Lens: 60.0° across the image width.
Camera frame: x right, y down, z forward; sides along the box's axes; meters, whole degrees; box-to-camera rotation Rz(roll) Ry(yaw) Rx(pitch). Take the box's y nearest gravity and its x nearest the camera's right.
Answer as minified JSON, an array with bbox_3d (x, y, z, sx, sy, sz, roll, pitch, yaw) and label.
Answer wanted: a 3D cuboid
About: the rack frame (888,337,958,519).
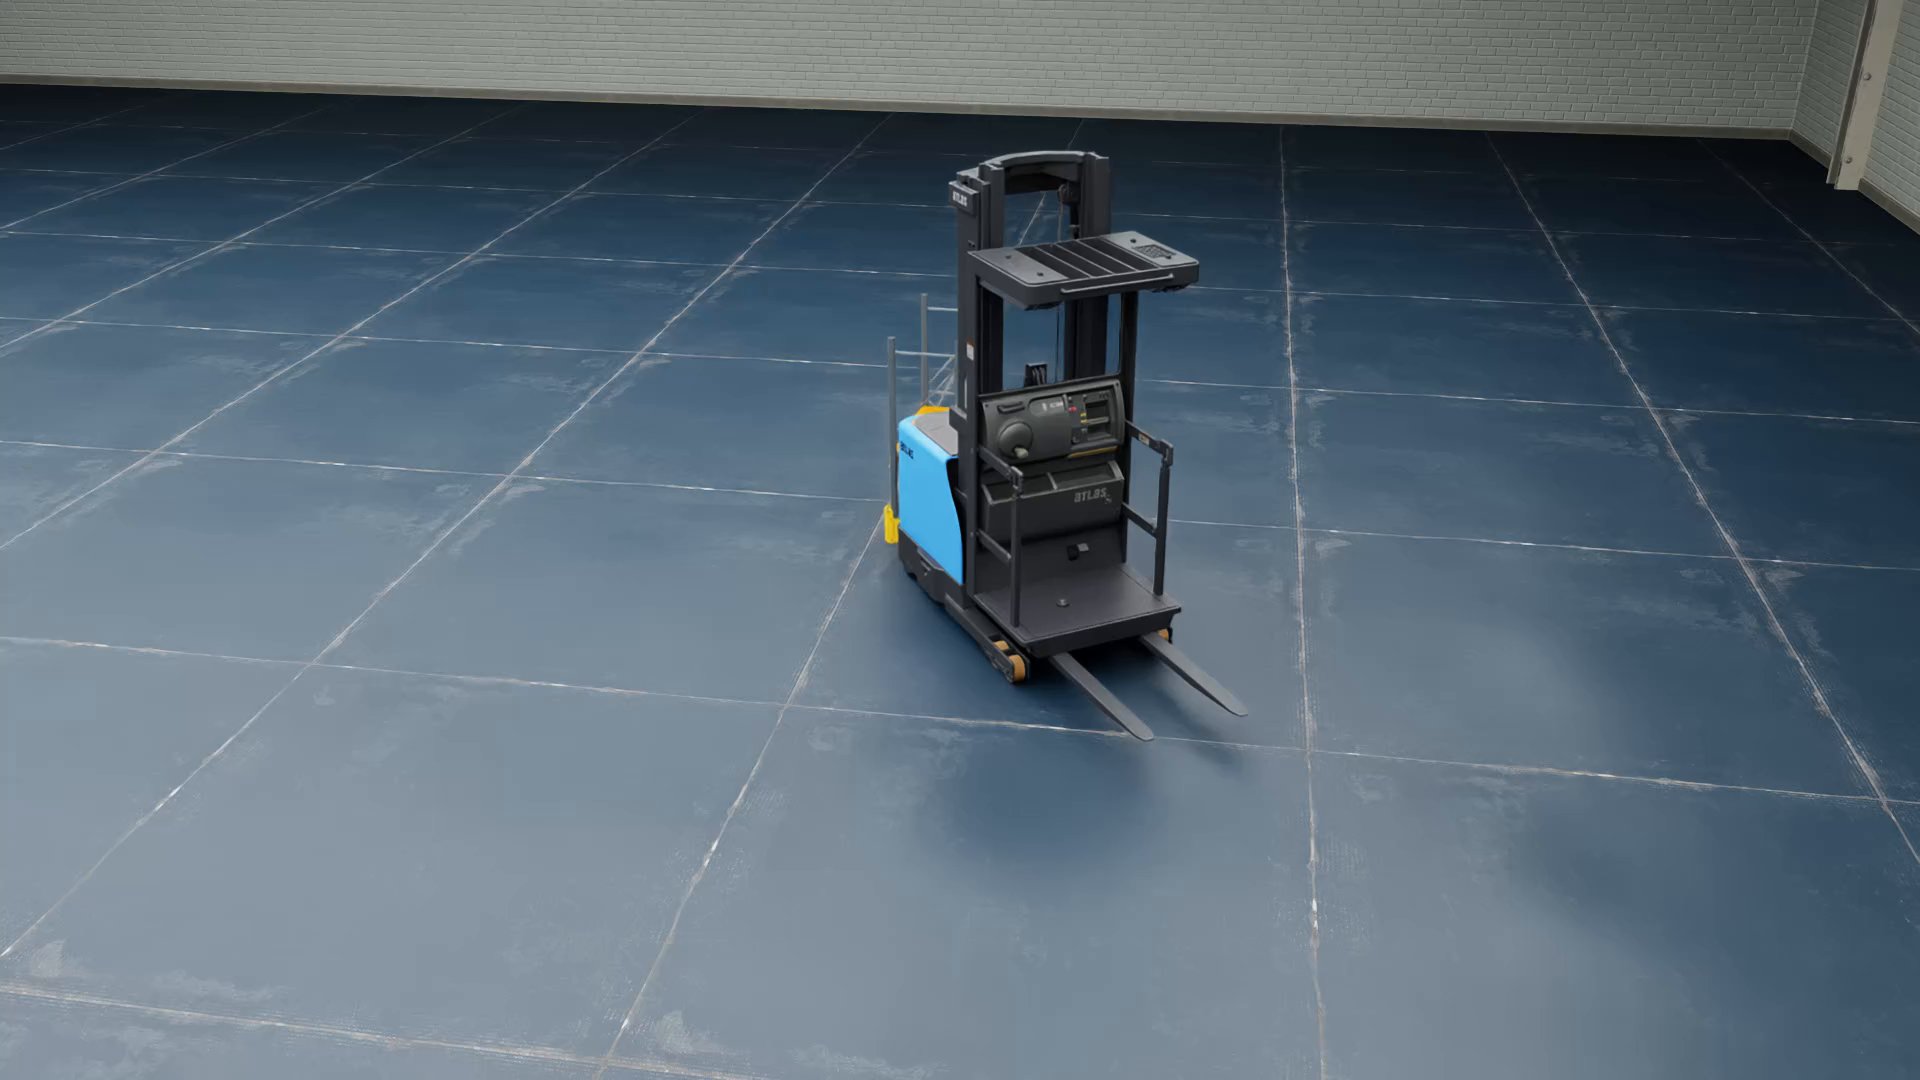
[{"bbox_3d":[-0.238,-0.661,11.438,0.500,1.500,0.032,5,26,10],"label":"rack frame"}]

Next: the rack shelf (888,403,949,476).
[{"bbox_3d":[-0.137,-0.709,11.965,0.538,0.185,1.000,5,26,10],"label":"rack shelf"}]

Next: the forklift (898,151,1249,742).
[{"bbox_3d":[0.659,-0.684,9.797,1.130,2.935,3.031,-11,27,-23],"label":"forklift"}]

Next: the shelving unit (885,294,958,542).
[{"bbox_3d":[-0.138,-0.869,11.881,0.587,1.500,1.083,5,26,10],"label":"shelving unit"}]

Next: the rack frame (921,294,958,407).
[{"bbox_3d":[-0.035,-1.084,12.340,0.500,1.500,0.032,5,26,10],"label":"rack frame"}]

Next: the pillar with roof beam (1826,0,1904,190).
[{"bbox_3d":[7.237,-8.976,20.355,9.100,9.000,0.400,4,25,9],"label":"pillar with roof beam"}]

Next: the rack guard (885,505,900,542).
[{"bbox_3d":[-0.238,-0.096,11.704,0.587,0.250,0.087,5,26,10],"label":"rack guard"}]
